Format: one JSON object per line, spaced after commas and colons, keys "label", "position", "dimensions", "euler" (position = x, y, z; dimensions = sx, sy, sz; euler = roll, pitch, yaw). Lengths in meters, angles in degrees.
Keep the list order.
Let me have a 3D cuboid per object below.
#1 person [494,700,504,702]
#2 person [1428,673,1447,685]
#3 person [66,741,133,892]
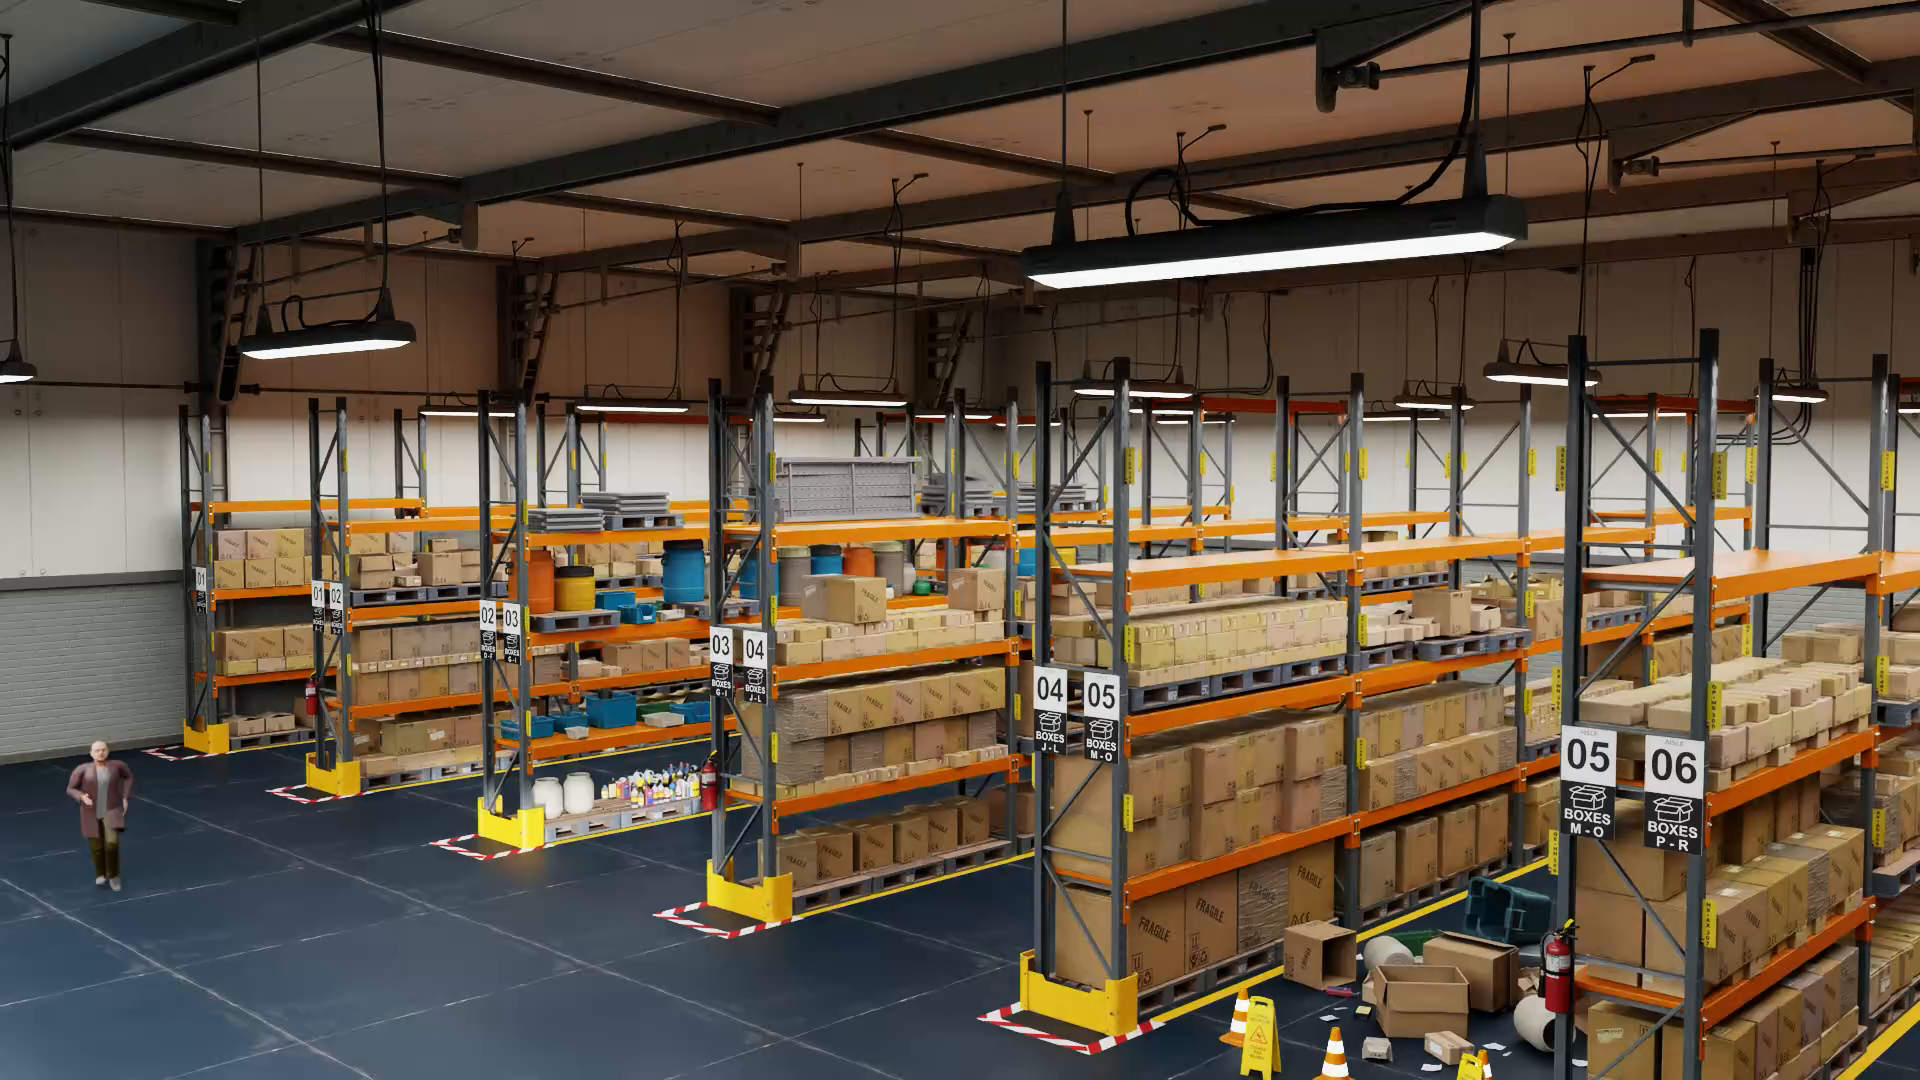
{"label": "person", "position": [-7.974, 2.755, 29.220], "dimensions": [0.667, 1.749, 0.745], "euler": [2, 4, 37]}
{"label": "person", "position": [7.822, 2.886, 26.968], "dimensions": [0.702, 1.750, 0.750], "euler": [3, 4, 44]}
{"label": "person", "position": [-10.104, 3.263, 19.556], "dimensions": [0.701, 1.804, 0.770], "euler": [-1, 3, -26]}
